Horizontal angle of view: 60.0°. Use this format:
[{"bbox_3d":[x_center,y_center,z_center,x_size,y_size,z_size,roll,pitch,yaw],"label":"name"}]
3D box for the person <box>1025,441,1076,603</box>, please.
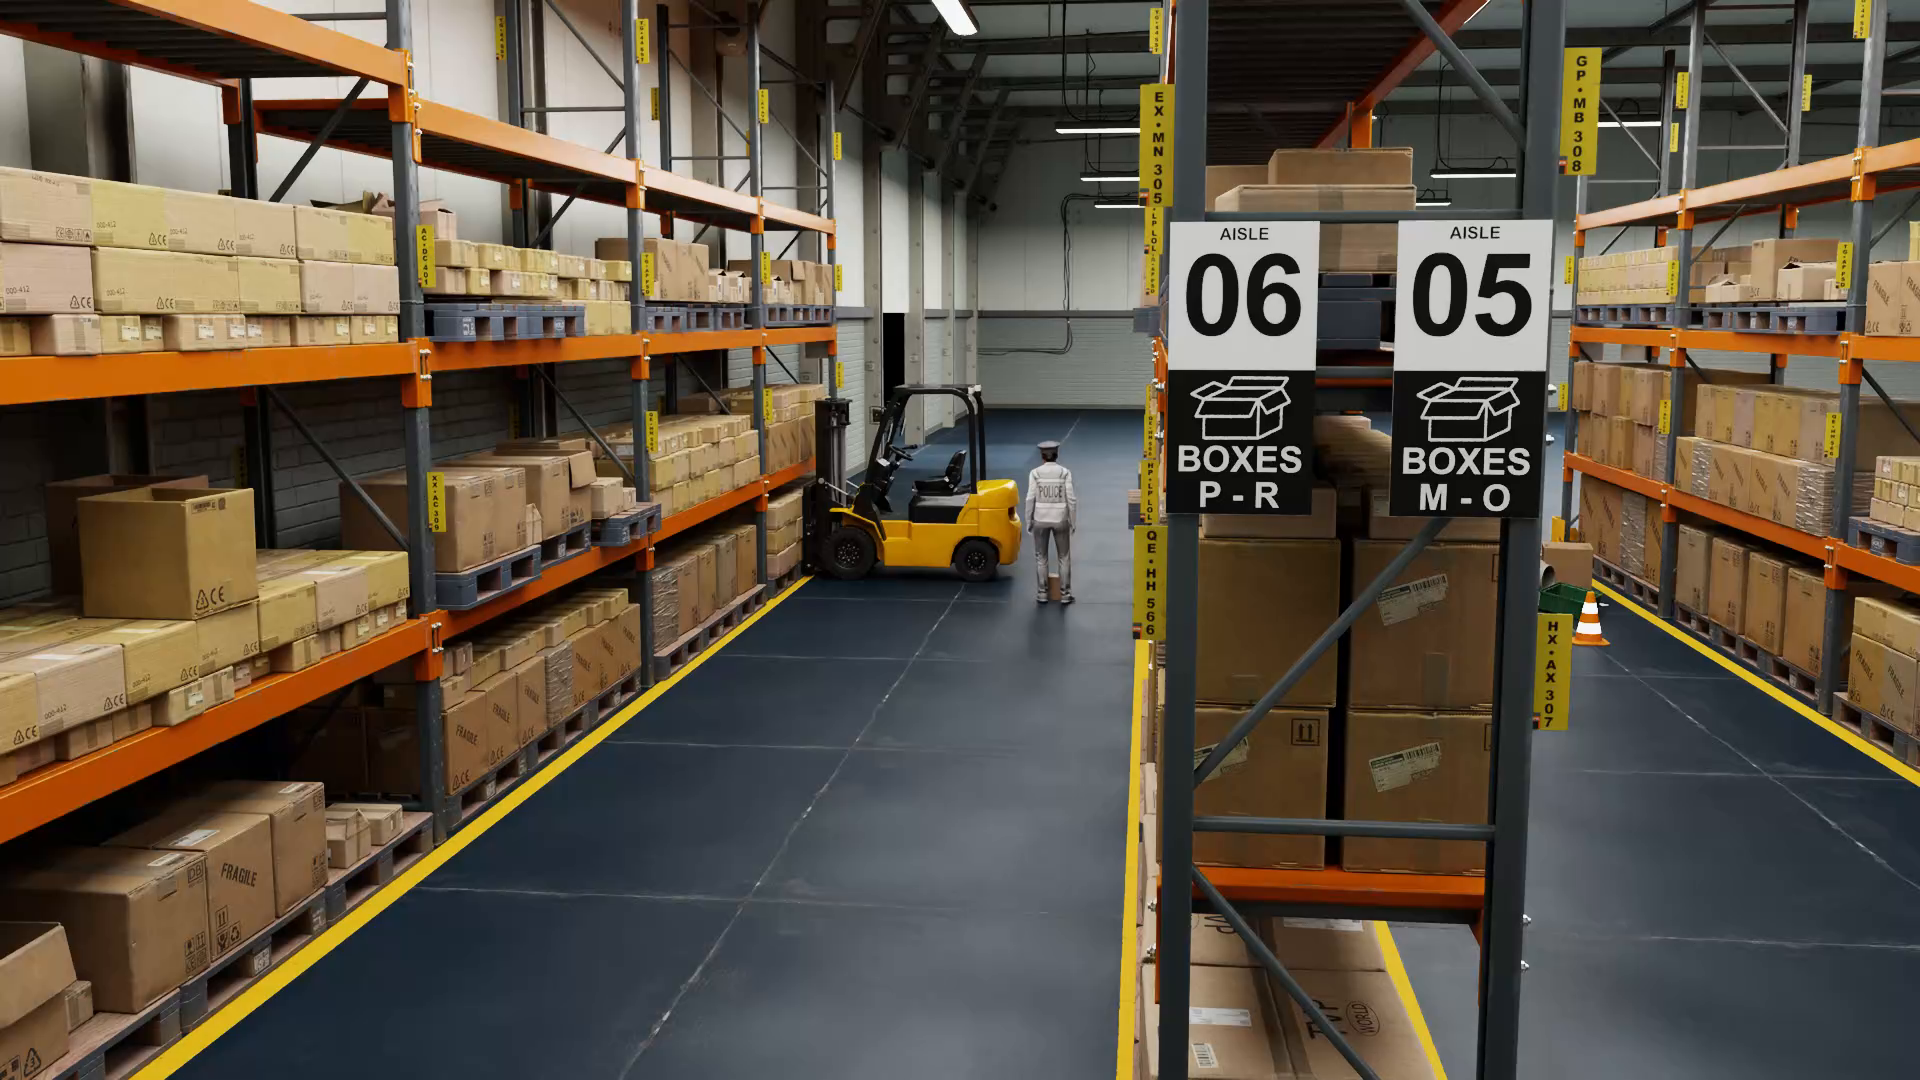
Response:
[{"bbox_3d":[0.934,-0.180,17.121,0.531,1.662,0.414,0,8,3],"label":"person"}]
